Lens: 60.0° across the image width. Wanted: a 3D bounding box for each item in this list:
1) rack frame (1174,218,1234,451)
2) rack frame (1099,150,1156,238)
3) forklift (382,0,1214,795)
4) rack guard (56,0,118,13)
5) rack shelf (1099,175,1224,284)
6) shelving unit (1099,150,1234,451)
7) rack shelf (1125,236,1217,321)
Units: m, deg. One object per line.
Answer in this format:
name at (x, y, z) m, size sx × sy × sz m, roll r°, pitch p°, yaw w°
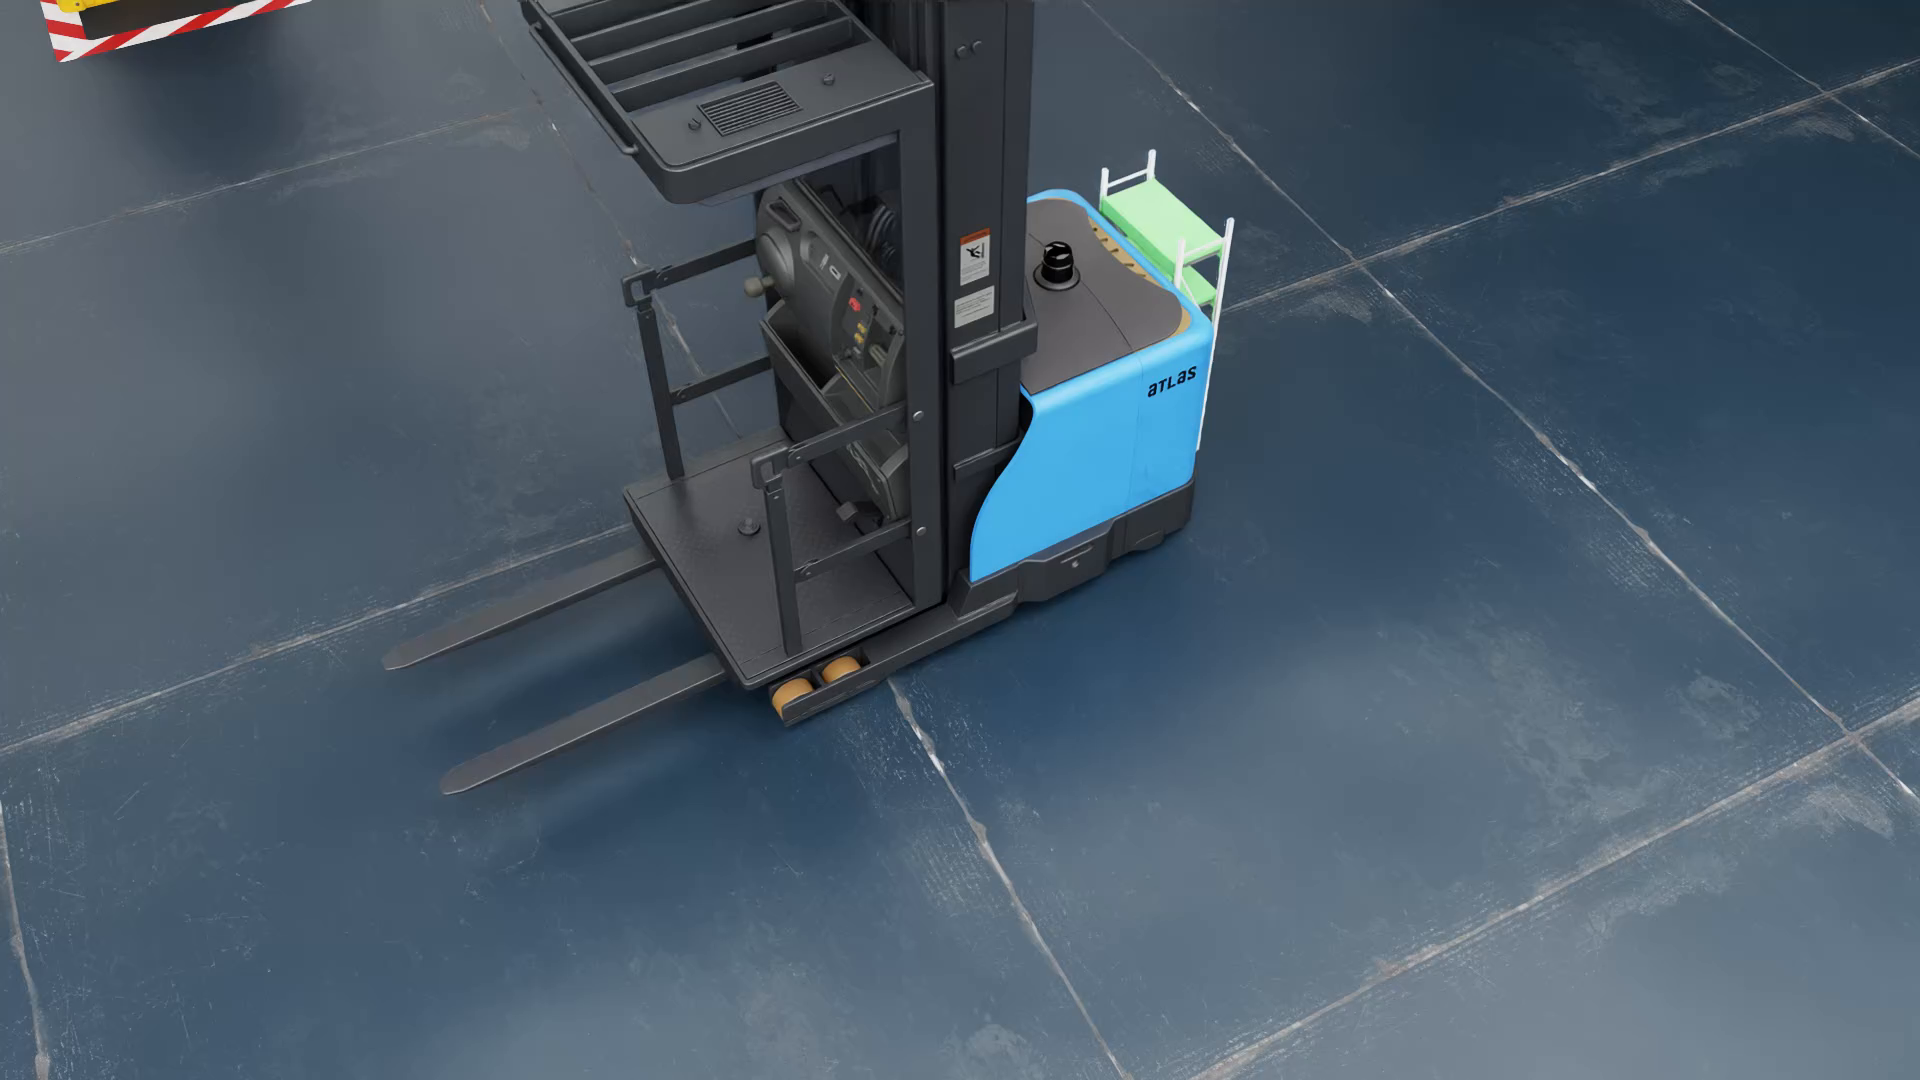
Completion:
rack frame at (0.895, -0.732, 6.486) m, size 0.240 × 1.200 × 0.015 m, roll -25°, pitch 53°, yaw -20°
rack frame at (0.641, -1.046, 6.760) m, size 0.240 × 1.200 × 0.015 m, roll -25°, pitch 53°, yaw -20°
forklift at (-0.609, -0.759, 5.359) m, size 3.031 × 2.935 × 1.130 m, roll -24°, pitch 53°, yaw -20°
rack guard at (-4.515, -3.378, 9.265) m, size 1.175 × 0.500 × 0.348 m, roll -21°, pitch 52°, yaw -18°
rack shelf at (0.768, -1.163, 6.310) m, size 0.258 × 0.148 × 0.480 m, roll -25°, pitch 53°, yaw -20°
shelving unit at (0.768, -0.889, 6.623) m, size 0.258 × 1.200 × 0.503 m, roll -25°, pitch 53°, yaw -20°
rack shelf at (0.768, -1.005, 6.490) m, size 0.258 × 0.148 × 0.480 m, roll -25°, pitch 53°, yaw -20°
